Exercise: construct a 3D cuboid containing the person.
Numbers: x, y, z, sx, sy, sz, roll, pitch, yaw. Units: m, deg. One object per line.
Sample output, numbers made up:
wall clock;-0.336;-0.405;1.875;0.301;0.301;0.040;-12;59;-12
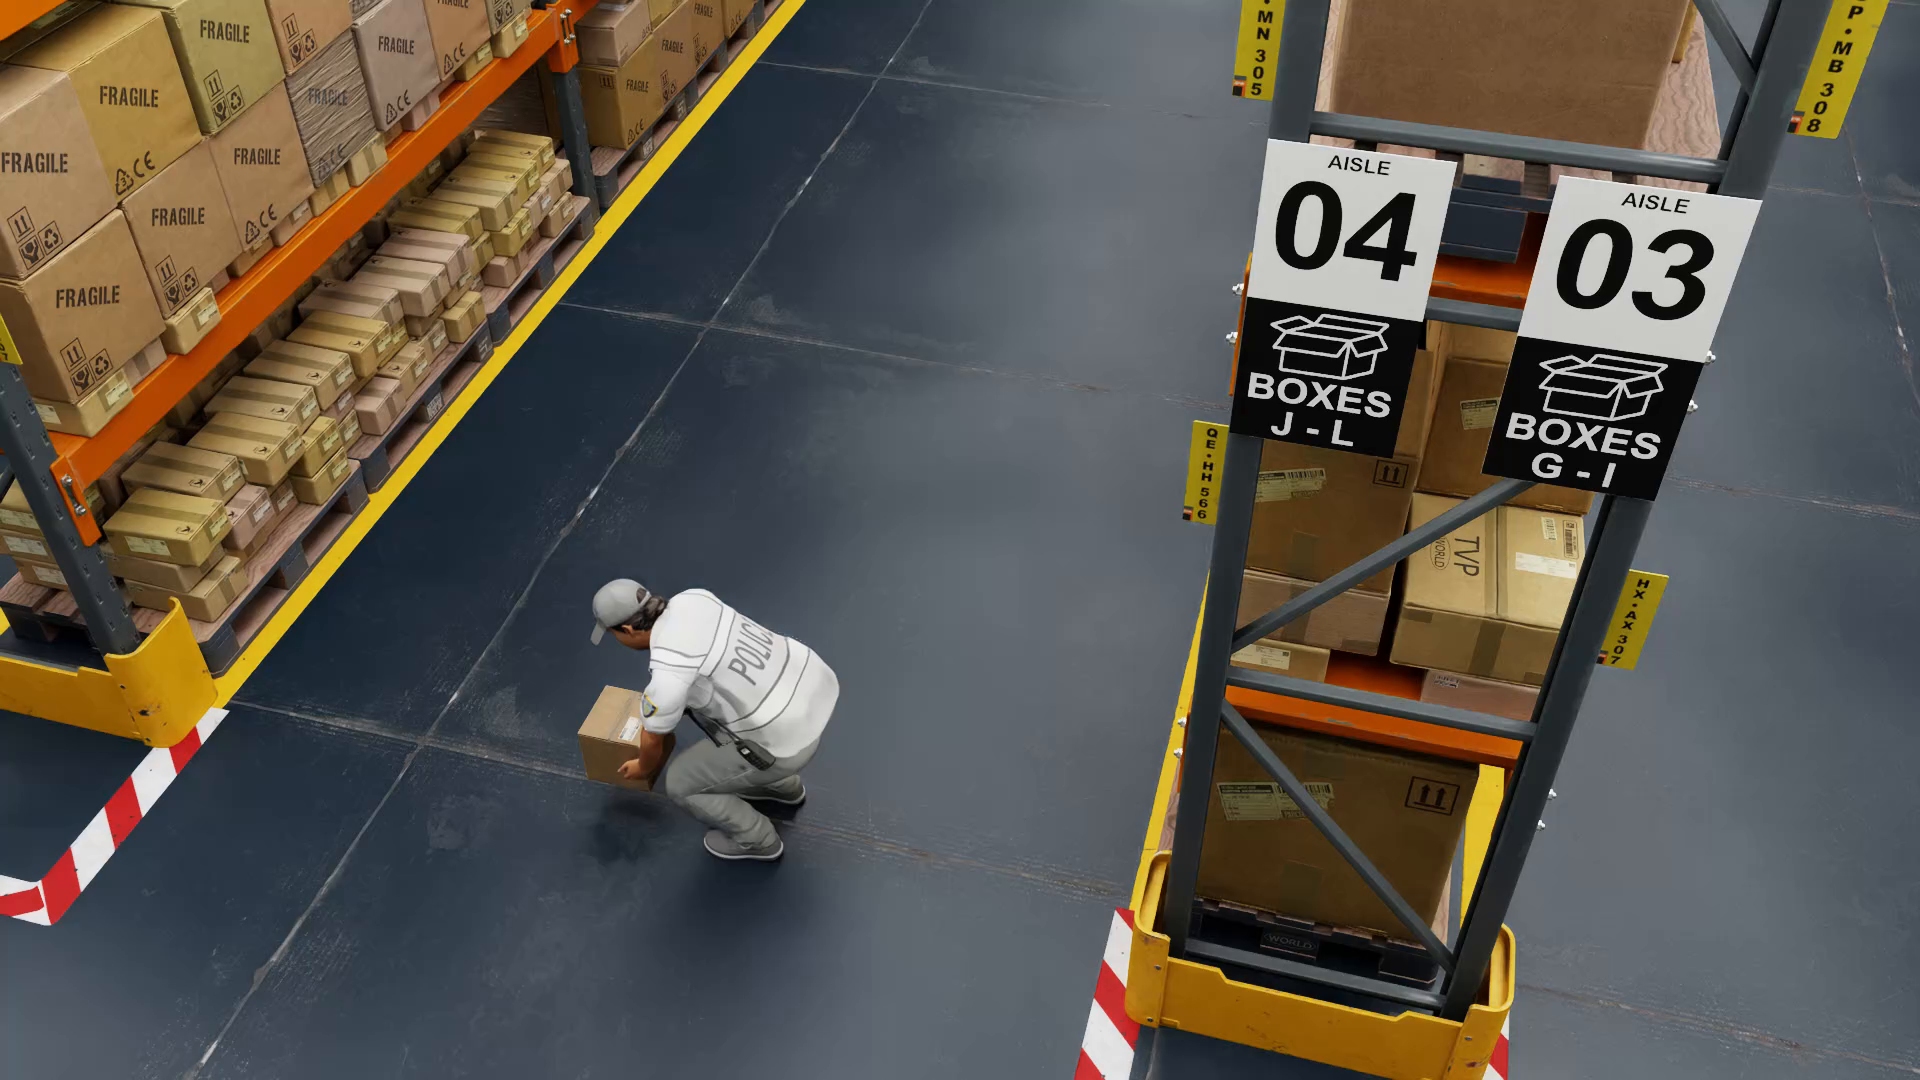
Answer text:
person;-0.845;0.622;5.837;0.817;1.158;0.540;10;42;11
